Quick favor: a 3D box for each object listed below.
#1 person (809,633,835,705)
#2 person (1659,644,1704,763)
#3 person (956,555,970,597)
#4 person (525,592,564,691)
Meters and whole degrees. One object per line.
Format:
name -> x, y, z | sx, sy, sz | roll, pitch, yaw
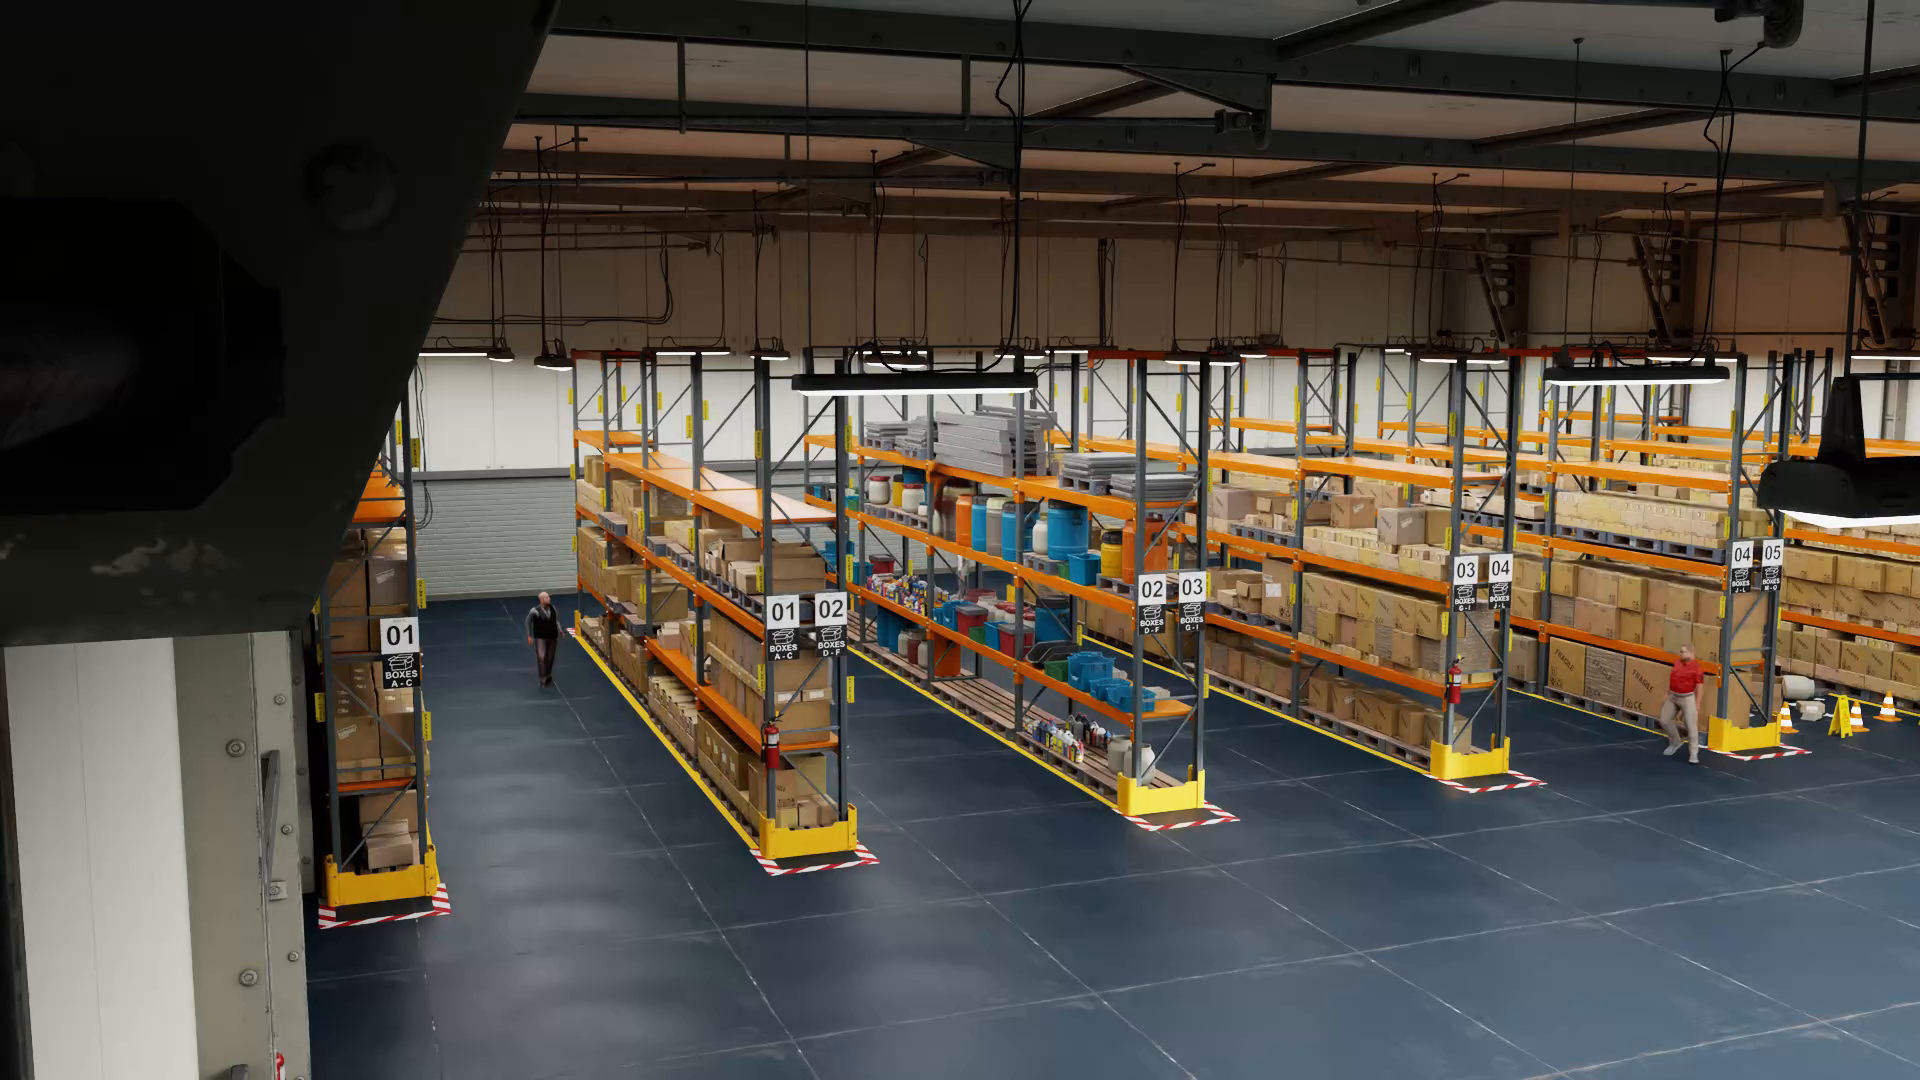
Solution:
person -> -2.382, 1.966, 28.512 | 0.458, 1.658, 0.927 | -2, 7, -17
person -> 10.773, 2.401, 24.717 | 0.419, 1.747, 0.652 | -4, 8, -29
person -> 0.052, 0.814, 38.048 | 0.387, 1.602, 0.474 | 3, 8, 21
person -> -7.484, 1.797, 29.950 | 0.661, 1.726, 0.940 | -3, 8, -20
